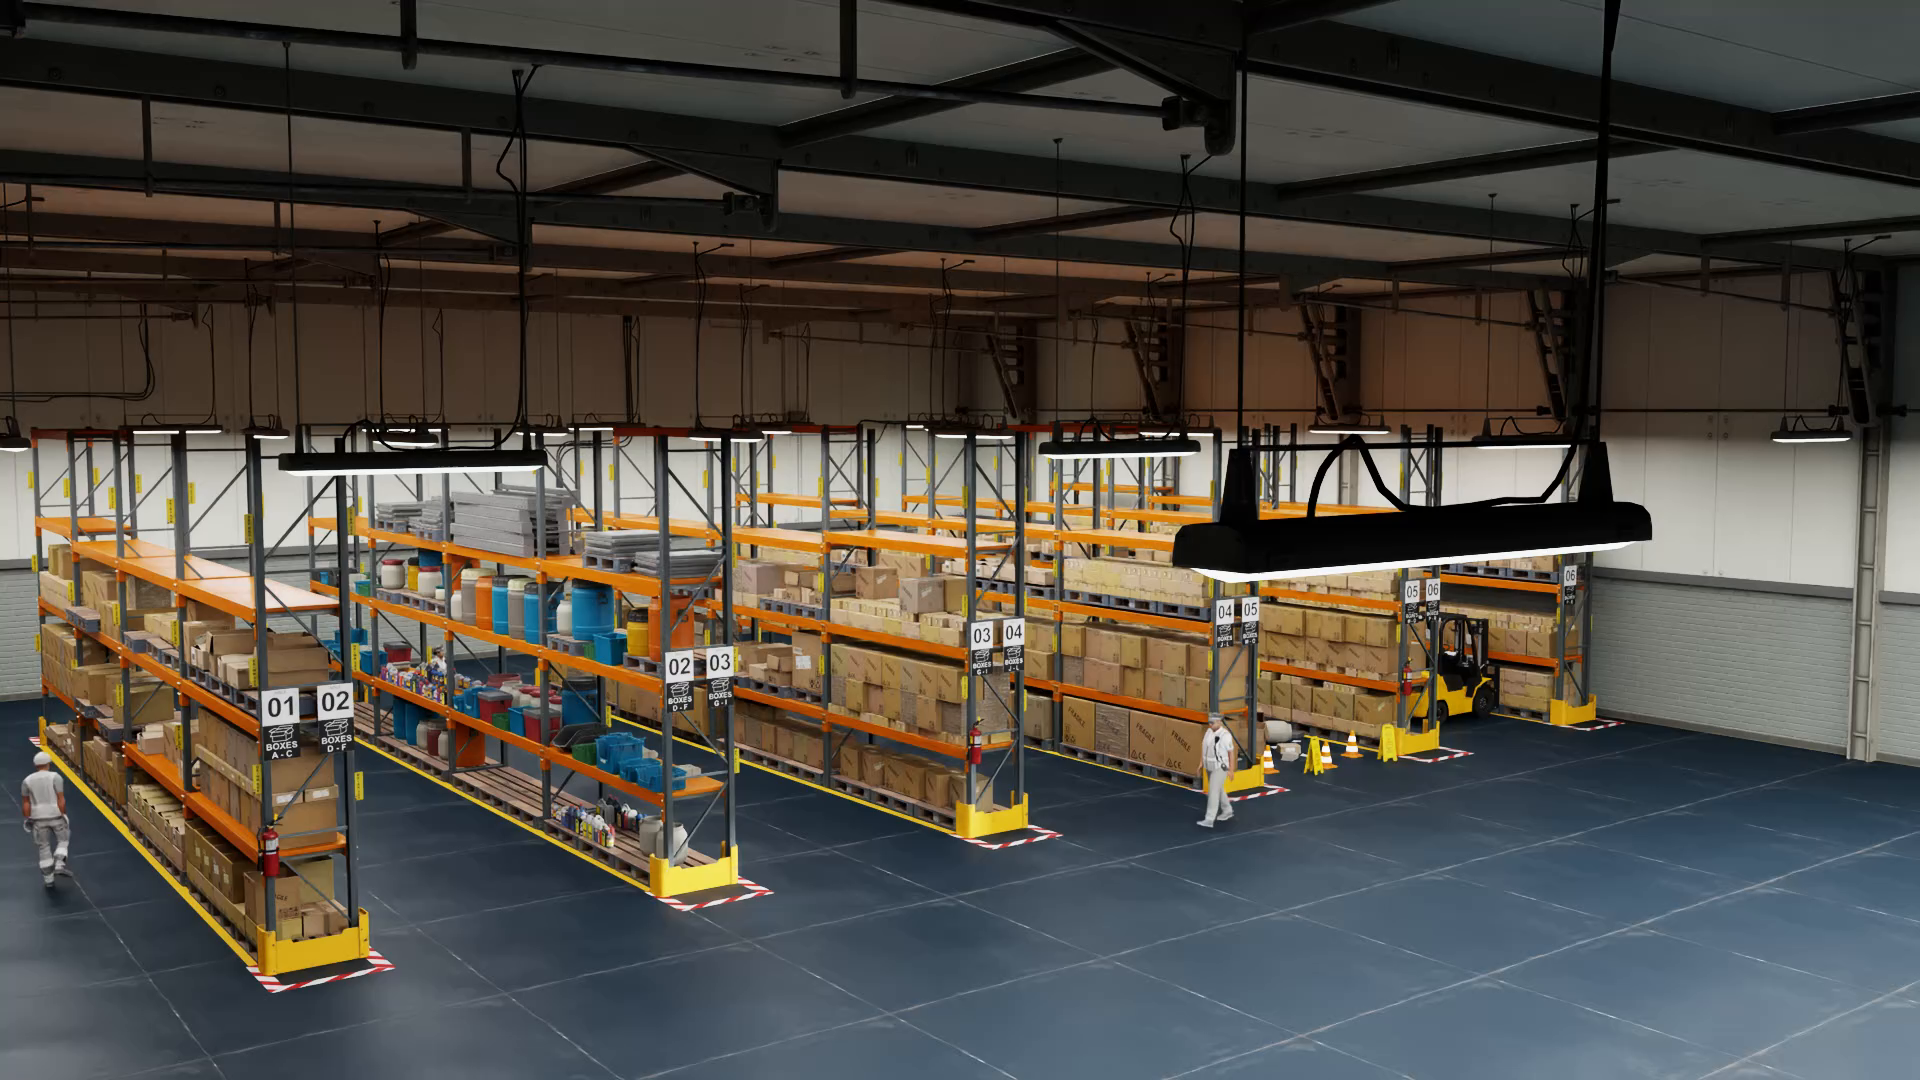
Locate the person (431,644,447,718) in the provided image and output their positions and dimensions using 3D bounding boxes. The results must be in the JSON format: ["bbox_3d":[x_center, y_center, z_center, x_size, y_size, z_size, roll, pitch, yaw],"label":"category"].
[{"bbox_3d":[-10.373,2.885,33.239,1.050,1.614,0.575,4,6,38],"label":"person"}]

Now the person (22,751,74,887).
[{"bbox_3d":[-12.118,3.704,22.071,0.578,1.780,0.539,-2,5,-26],"label":"person"}]

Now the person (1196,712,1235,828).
[{"bbox_3d":[3.861,3.479,25.346,0.901,1.717,0.550,-2,5,-28],"label":"person"}]
